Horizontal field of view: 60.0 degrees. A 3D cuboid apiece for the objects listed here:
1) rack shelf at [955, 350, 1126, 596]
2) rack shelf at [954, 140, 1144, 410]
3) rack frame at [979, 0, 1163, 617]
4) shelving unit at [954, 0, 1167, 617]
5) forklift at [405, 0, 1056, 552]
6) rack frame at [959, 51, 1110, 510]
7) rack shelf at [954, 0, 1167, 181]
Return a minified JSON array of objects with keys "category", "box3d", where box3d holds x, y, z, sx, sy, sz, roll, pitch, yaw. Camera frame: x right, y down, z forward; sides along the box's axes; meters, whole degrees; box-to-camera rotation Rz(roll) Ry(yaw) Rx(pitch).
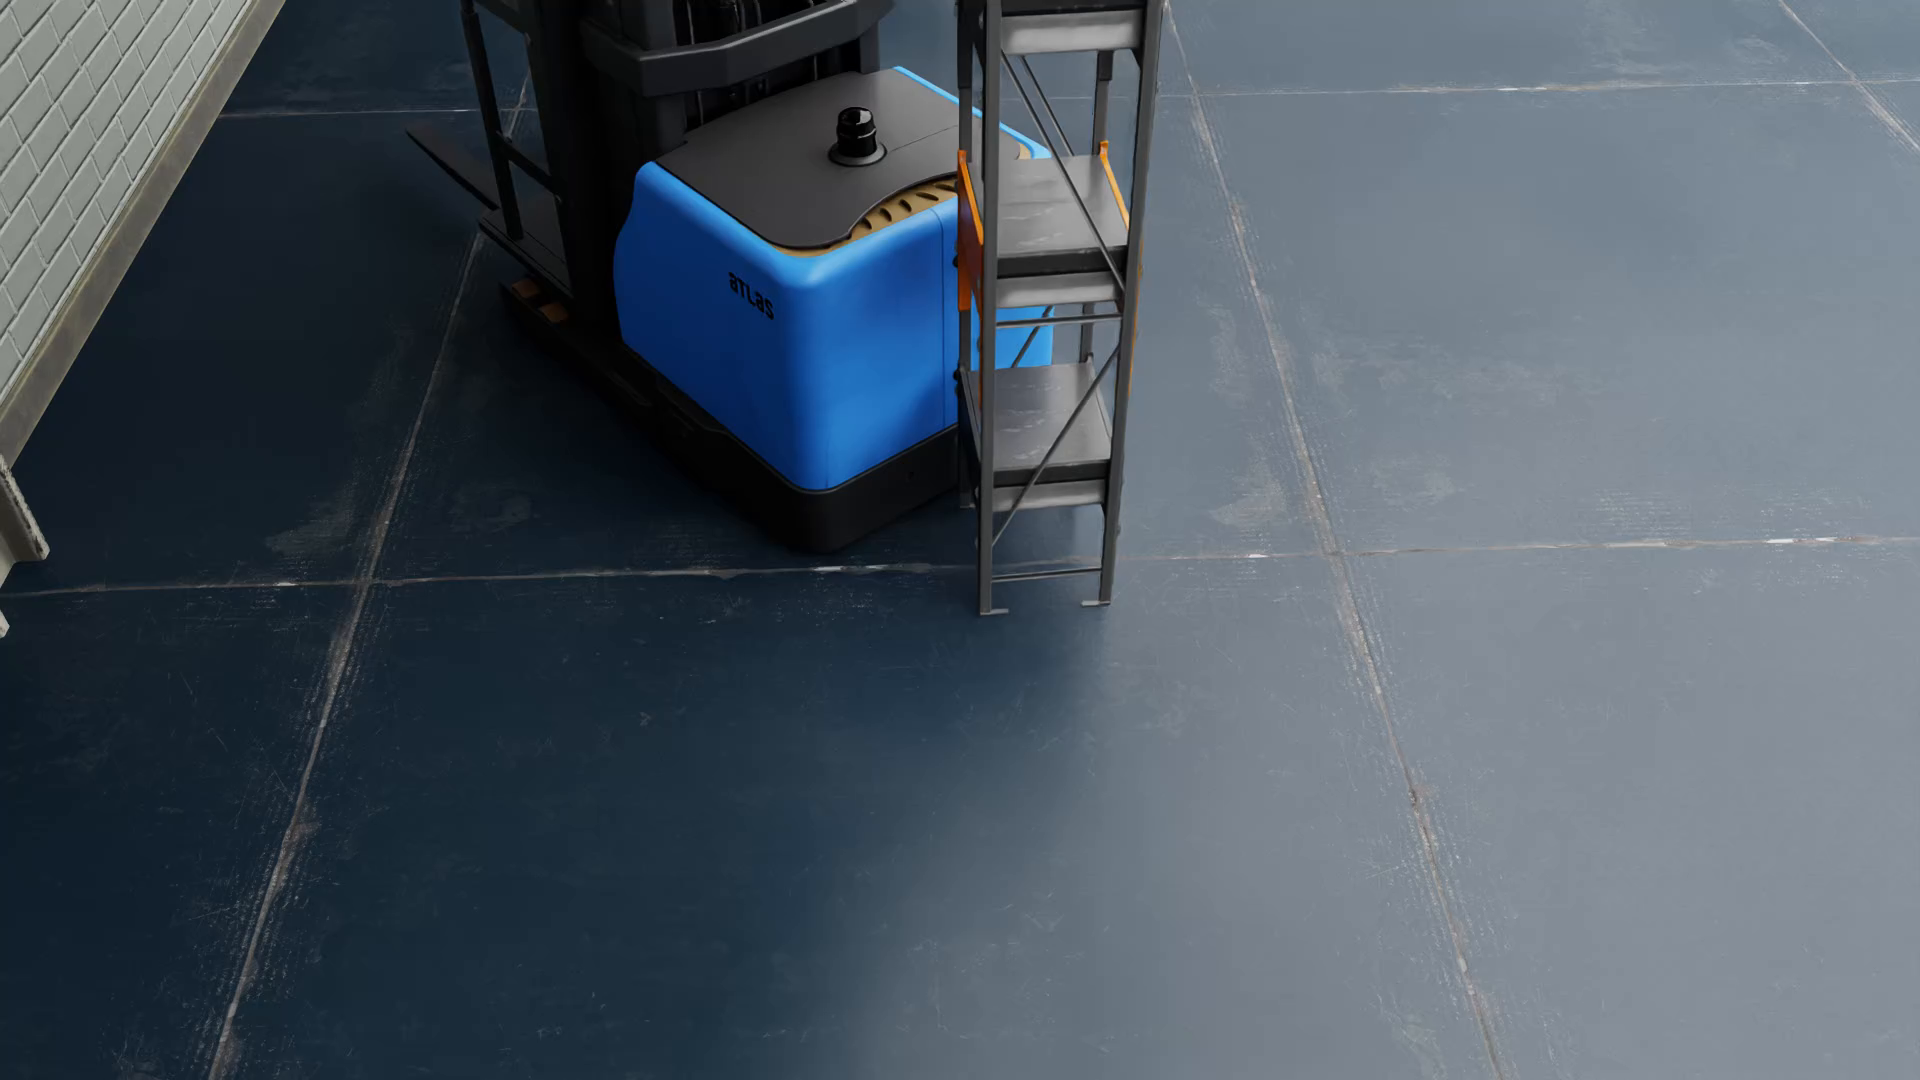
[{"category":"rack shelf","box3d":[0.227,-0.202,4.972,0.431,0.518,0.480,-5,43,-5]},{"category":"rack shelf","box3d":[0.227,-0.718,4.499,0.431,0.518,0.480,-5,43,-5]},{"category":"rack frame","box3d":[0.257,-0.564,4.312,0.400,2.100,0.015,-5,43,-5]},{"category":"shelving unit","box3d":[0.227,-0.728,4.490,0.431,2.100,0.503,-5,43,-5]},{"category":"forklift","box3d":[-1.023,-1.968,5.228,1.130,2.935,3.031,-30,50,-29]},{"category":"rack frame","box3d":[0.196,-0.891,4.669,0.400,2.100,0.015,-5,43,-5]},{"category":"rack shelf","box3d":[0.227,-1.234,4.026,0.431,0.518,0.480,-5,43,-5]}]
